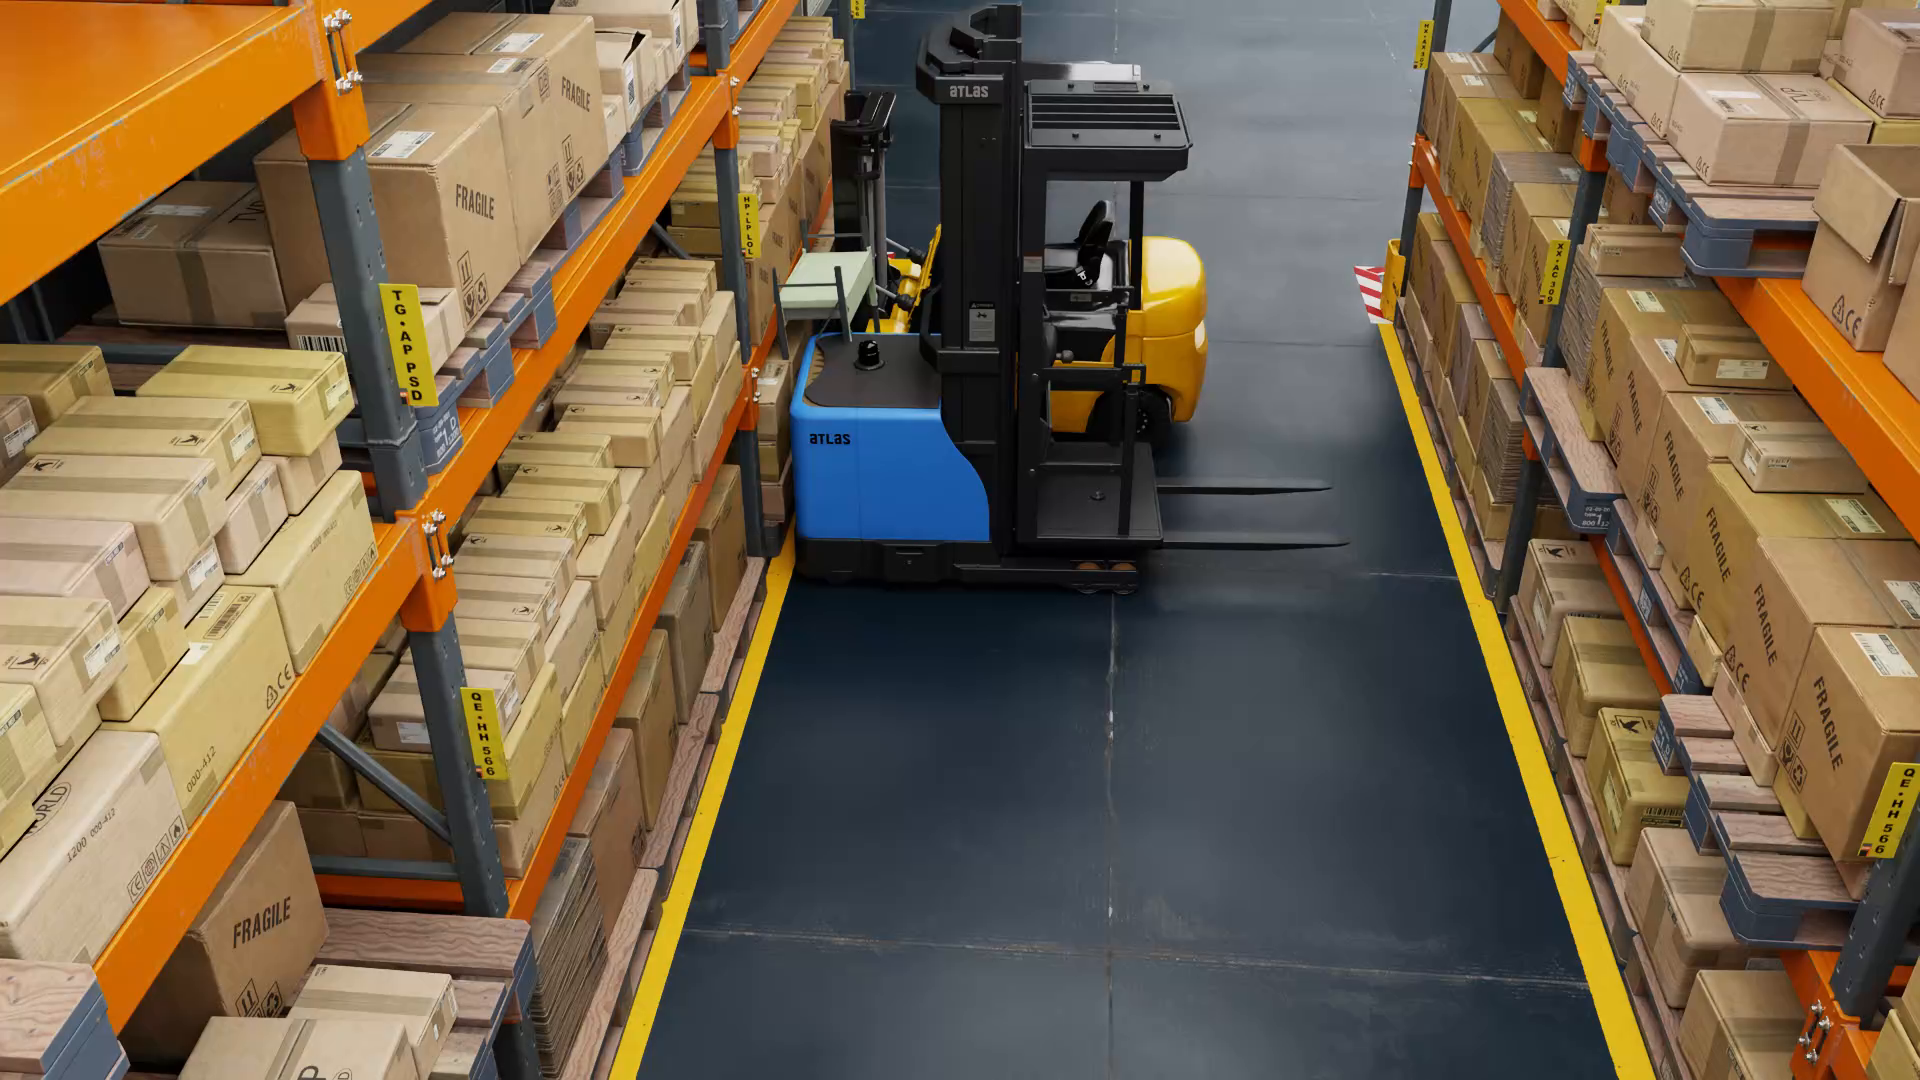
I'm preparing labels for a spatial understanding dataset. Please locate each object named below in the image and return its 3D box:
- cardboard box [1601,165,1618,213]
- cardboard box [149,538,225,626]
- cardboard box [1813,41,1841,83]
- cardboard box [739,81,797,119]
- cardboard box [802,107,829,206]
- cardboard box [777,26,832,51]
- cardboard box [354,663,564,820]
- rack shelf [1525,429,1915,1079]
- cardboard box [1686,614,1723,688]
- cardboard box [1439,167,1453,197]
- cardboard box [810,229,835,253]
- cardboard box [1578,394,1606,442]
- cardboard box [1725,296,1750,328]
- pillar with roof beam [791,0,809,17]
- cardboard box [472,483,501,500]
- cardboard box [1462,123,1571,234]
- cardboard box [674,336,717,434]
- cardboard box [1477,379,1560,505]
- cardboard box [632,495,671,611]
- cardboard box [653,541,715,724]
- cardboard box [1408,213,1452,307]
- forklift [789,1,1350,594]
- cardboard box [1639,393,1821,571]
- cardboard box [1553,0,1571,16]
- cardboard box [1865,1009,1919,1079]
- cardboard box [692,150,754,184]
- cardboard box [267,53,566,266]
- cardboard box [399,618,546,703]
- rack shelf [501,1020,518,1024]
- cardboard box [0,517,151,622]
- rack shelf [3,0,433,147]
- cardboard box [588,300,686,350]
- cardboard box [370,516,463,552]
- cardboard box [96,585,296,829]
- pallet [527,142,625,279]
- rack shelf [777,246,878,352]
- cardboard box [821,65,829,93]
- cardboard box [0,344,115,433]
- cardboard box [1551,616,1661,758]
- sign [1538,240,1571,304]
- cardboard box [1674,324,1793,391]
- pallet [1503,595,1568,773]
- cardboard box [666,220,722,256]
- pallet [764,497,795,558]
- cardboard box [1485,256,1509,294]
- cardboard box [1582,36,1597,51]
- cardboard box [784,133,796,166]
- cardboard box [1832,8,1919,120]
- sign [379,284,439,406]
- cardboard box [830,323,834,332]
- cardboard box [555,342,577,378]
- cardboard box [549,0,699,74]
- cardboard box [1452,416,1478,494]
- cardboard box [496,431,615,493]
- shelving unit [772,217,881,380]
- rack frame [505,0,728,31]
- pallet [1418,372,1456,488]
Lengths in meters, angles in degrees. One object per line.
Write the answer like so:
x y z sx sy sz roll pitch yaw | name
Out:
3.689 -1.968 8.532 0.700 0.500 0.500 3 32 4 | cardboard box
-1.776 0.079 3.446 0.380 0.149 0.250 3 32 5 | cardboard box
3.424 -1.702 6.316 0.500 0.250 0.500 3 32 5 | cardboard box
-1.186 -2.634 9.949 0.380 0.149 0.250 3 32 5 | cardboard box
-1.119 -2.423 10.507 0.500 0.500 0.500 2 32 3 | cardboard box
-1.056 -3.306 11.039 0.380 0.149 0.250 3 32 4 | cardboard box
-1.595 0.626 5.322 0.500 0.250 0.500 2 32 4 | cardboard box
3.211 0.466 6.600 1.077 0.370 4.000 2 32 4 | rack shelf
2.803 0.400 5.862 0.380 0.149 0.250 3 32 5 | cardboard box
3.290 -2.303 10.648 0.380 0.149 0.250 3 32 5 | cardboard box
-1.042 -1.836 10.918 0.500 0.250 0.500 3 32 5 | cardboard box
2.985 -0.552 7.406 0.380 0.149 0.250 3 32 5 | cardboard box
3.526 -0.723 7.066 0.500 0.500 0.500 3 32 4 | cardboard box
2.576 -8.369 14.534 9.100 9.000 0.400 2 32 4 | pillar with roof beam
-2.008 -0.192 6.649 0.500 0.250 0.500 2 32 3 | cardboard box
3.272 -2.107 9.712 0.500 0.500 0.500 2 32 3 | cardboard box
-1.394 -0.708 7.486 0.500 0.250 0.500 2 32 3 | cardboard box
3.154 -0.534 9.044 0.500 0.500 0.500 2 32 3 | cardboard box
-1.495 0.034 6.758 0.500 0.250 0.500 3 32 6 | cardboard box
-1.676 0.415 7.861 0.875 0.625 0.625 2 32 3 | cardboard box
3.357 -1.883 11.232 0.500 0.500 0.500 1 32 2 | cardboard box
0.625 -1.238 8.745 3.031 2.935 1.130 1 32 1 | forklift
2.925 -0.212 6.236 0.500 0.500 0.500 1 32 2 | cardboard box
3.182 -2.732 8.105 0.500 0.250 0.500 2 32 3 | cardboard box
2.757 1.515 4.356 0.500 0.250 0.500 2 32 3 | cardboard box
-1.309 -1.970 8.870 0.380 0.149 0.250 2 32 3 | cardboard box
-1.656 -1.182 5.139 0.700 0.500 0.500 2 32 3 | cardboard box
-1.559 0.383 5.336 0.380 0.149 0.250 3 32 5 | cardboard box
-2.062 2.348 3.547 1.077 0.370 4.000 2 32 4 | rack shelf
-1.793 0.084 3.155 0.380 0.149 0.250 2 32 3 | cardboard box
-1.737 -2.128 5.472 1.077 0.370 4.000 2 32 4 | rack shelf
-1.456 -0.965 7.524 0.380 0.149 0.250 2 32 4 | cardboard box
-2.034 -0.041 6.024 0.380 0.149 0.250 2 32 4 | cardboard box
-1.739 0.324 3.429 0.500 0.250 0.500 3 32 4 | cardboard box
-1.845 -1.145 5.849 1.003 0.211 1.213 4 32 6 | pallet
-0.760 -1.368 9.528 0.431 0.370 0.720 0 32 10 | rack shelf
-1.070 -3.045 10.899 0.380 0.149 0.250 3 32 5 | cardboard box
-2.205 -0.333 3.832 0.380 0.149 0.250 1 32 2 | cardboard box
3.278 0.704 7.632 0.950 0.372 0.625 4 32 7 | cardboard box
2.832 -1.274 7.913 0.100 0.325 0.005 2 32 4 | sign
2.997 -0.707 6.421 0.380 0.149 0.250 4 32 7 | cardboard box
3.312 0.708 8.180 1.003 0.211 1.213 2 32 4 | pallet
-1.286 -1.570 8.505 0.380 0.149 0.250 2 32 3 | cardboard box
-1.467 -0.323 9.853 1.003 0.211 1.213 2 32 4 | pallet
3.176 -1.491 9.331 0.380 0.149 0.250 2 32 3 | cardboard box
3.095 -2.234 7.677 0.380 0.149 0.250 3 32 4 | cardboard box
-1.153 -2.238 9.589 0.380 0.149 0.250 1 32 2 | cardboard box
3.392 -1.648 5.752 0.500 0.250 0.500 3 32 5 | cardboard box
-1.359 -0.477 4.094 0.100 0.325 0.005 2 32 4 | sign
-1.093 -1.347 10.600 0.500 0.250 0.500 2 32 4 | cardboard box
-1.912 -0.837 7.316 0.380 0.149 0.250 2 32 4 | cardboard box
-1.390 -2.167 6.919 0.500 0.311 0.500 1 32 2 | cardboard box
3.187 -0.494 9.693 0.500 0.250 0.500 2 32 3 | cardboard box
-1.560 -0.293 6.432 0.380 0.149 0.250 2 32 4 | cardboard box
-0.726 -1.036 9.731 0.431 1.500 0.755 0 32 10 | shelving unit
-1.574 -3.650 6.876 1.000 3.000 0.127 2 32 4 | rack frame
3.490 -0.691 10.451 1.003 0.211 1.213 2 32 4 | pallet
